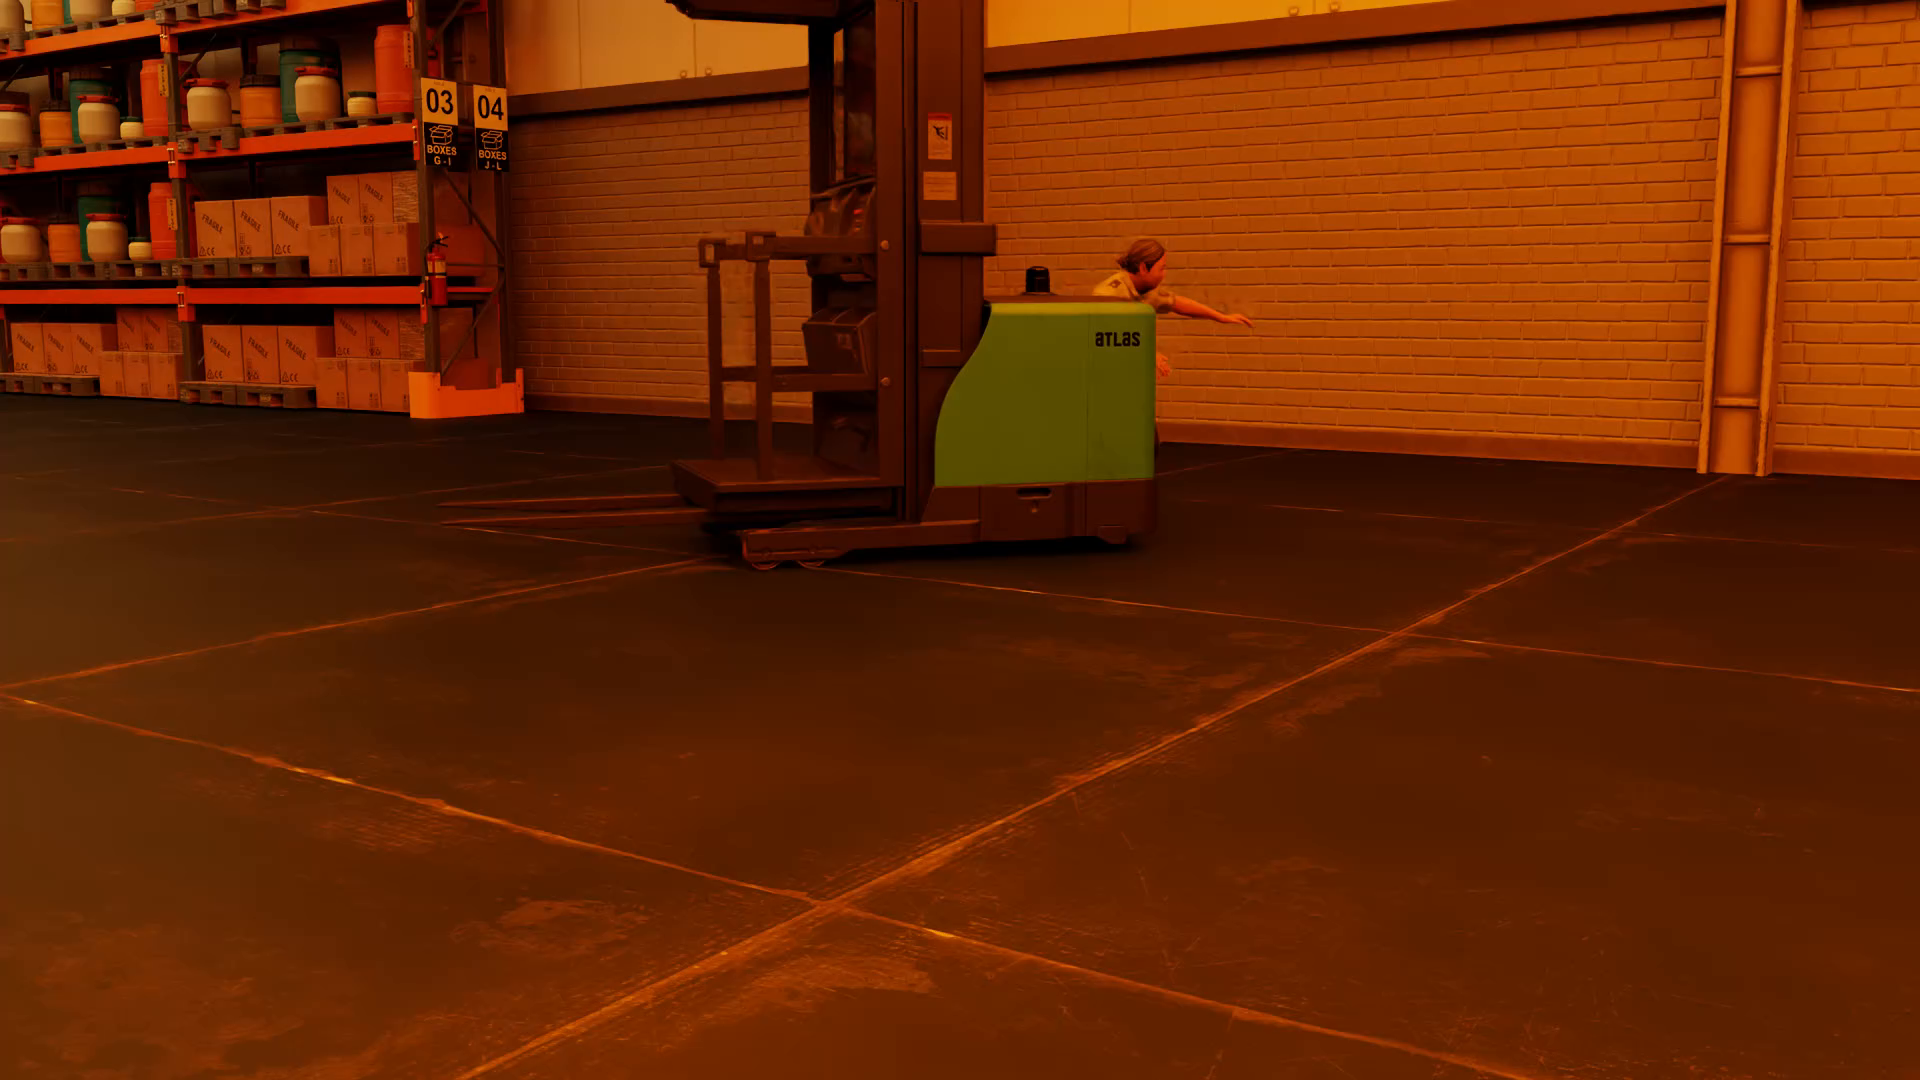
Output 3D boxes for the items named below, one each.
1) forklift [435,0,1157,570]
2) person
[{"bbox_3d":[-0.702,-1.411,7.118,3.031,2.935,1.130,-3,9,-19],"label":"forklift"},{"bbox_3d":[0.828,-0.768,8.164,0.806,1.410,1.359,5,9,29],"label":"person"}]
